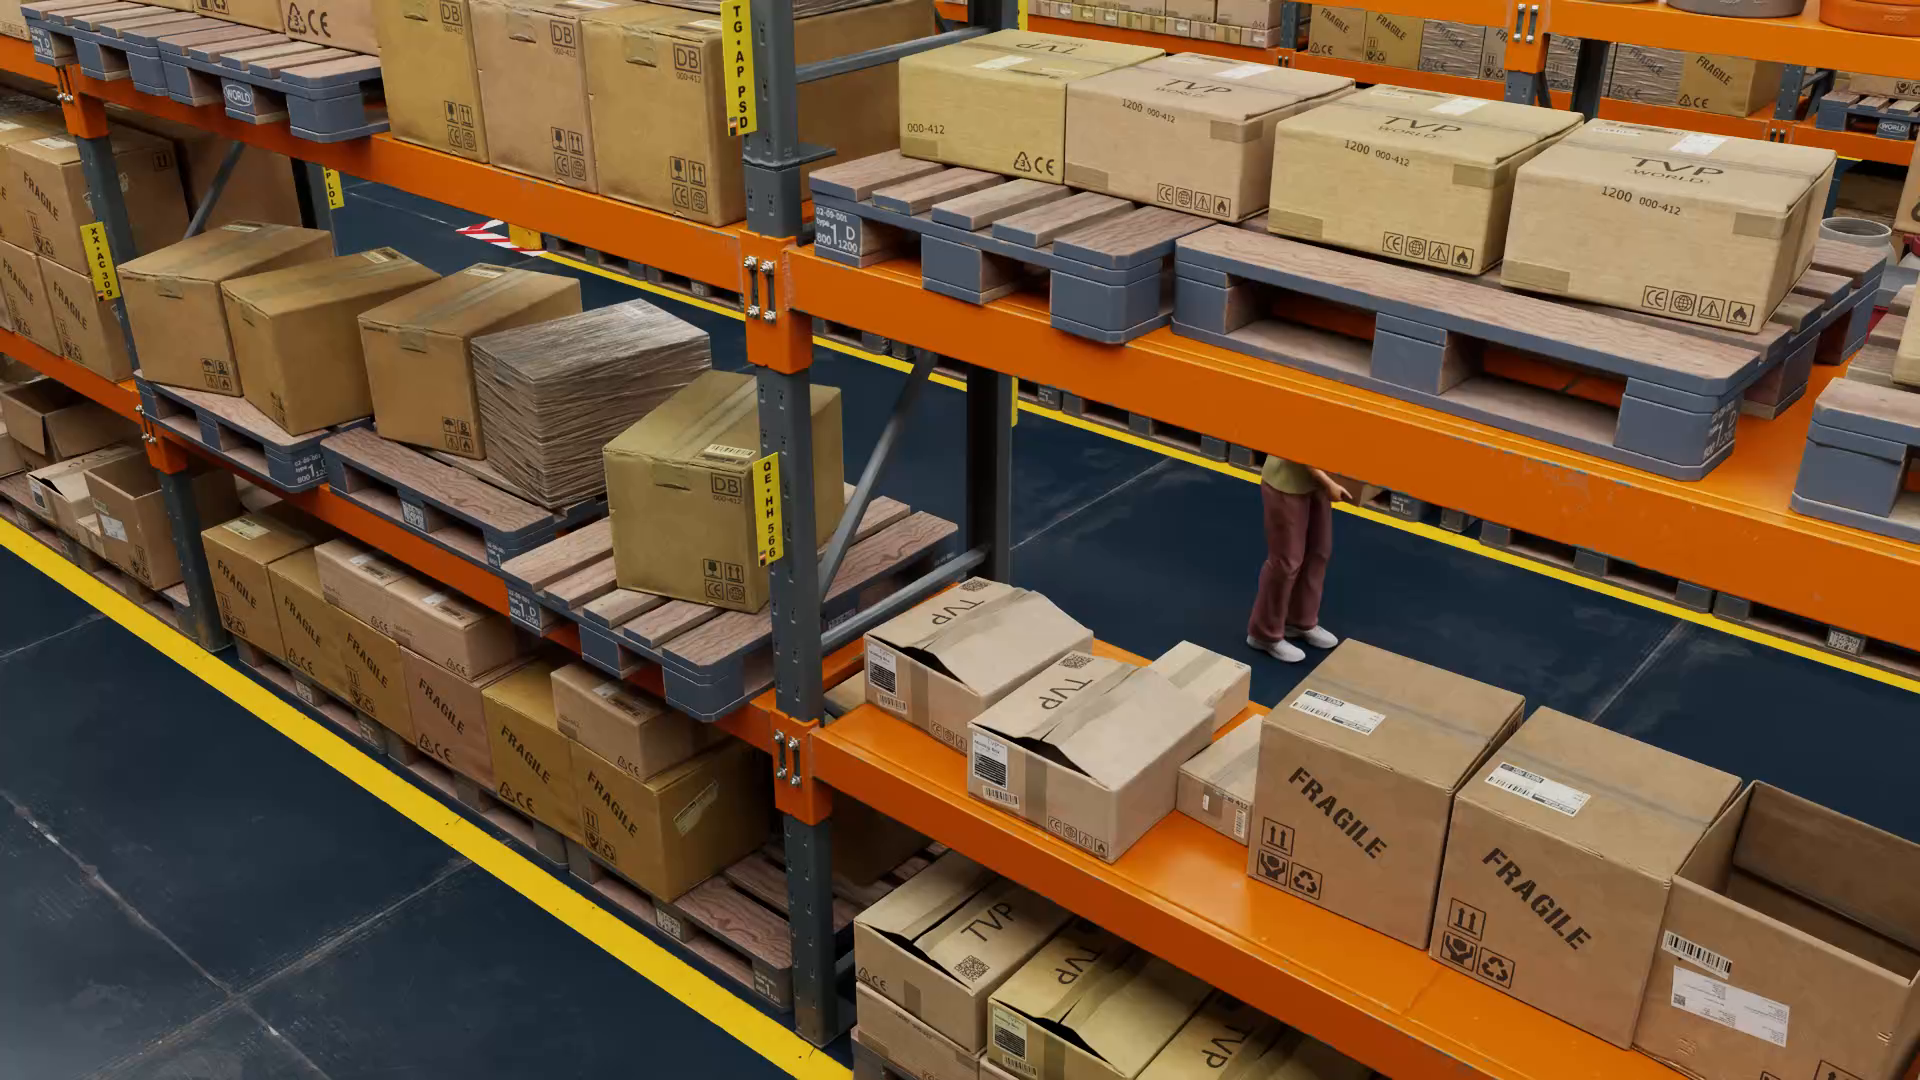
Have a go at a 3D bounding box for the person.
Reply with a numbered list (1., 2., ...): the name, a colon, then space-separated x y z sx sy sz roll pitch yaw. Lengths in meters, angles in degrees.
1. person: 1.599 -0.235 7.587 0.560 1.663 0.425 22 34 35
